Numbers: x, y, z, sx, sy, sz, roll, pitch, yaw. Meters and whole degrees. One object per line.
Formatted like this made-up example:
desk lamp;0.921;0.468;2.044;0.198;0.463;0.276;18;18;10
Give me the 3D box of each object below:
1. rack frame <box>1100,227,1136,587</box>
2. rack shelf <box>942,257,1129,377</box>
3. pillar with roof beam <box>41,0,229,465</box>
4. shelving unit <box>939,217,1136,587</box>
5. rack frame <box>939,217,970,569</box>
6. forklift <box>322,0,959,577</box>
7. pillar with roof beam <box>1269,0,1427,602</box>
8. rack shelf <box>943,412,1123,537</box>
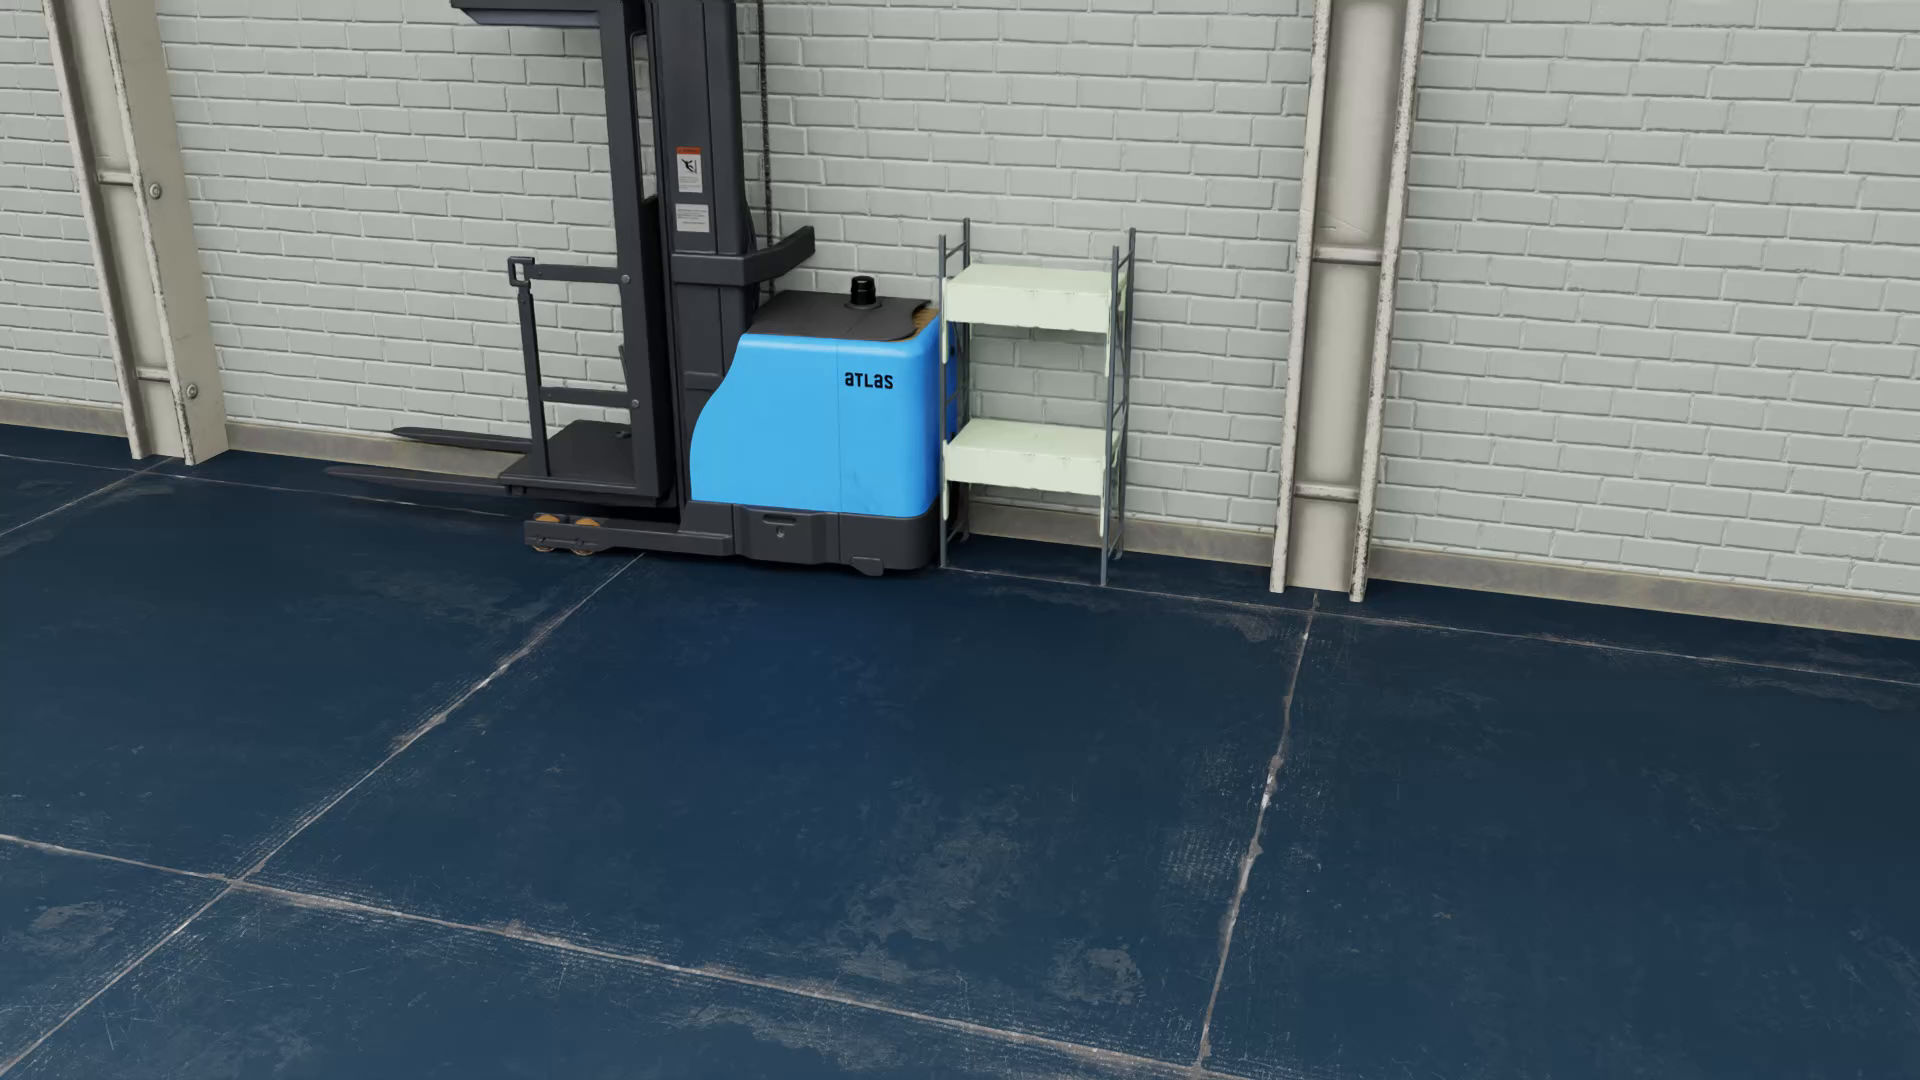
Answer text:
rack frame;0.680;-0.561;7.160;0.023;1.500;0.400;6;23;15
rack shelf;0.329;-0.960;7.107;0.720;0.370;0.431;6;23;15
pillar with roof beam;-5.408;-3.068;3.391;0.400;9.000;9.100;7;23;16
shelving unit;0.329;-0.599;7.255;0.755;1.500;0.431;6;23;15
rack frame;-0.023;-0.638;7.349;0.023;1.500;0.400;6;23;15
forklift;-1.517;-1.473;7.499;3.031;2.935;1.130;5;23;12
pillar with roof beam;0.336;-2.410;1.788;0.400;9.000;9.100;7;23;16
rack shelf;0.329;-0.298;7.379;0.720;0.370;0.431;6;23;15
